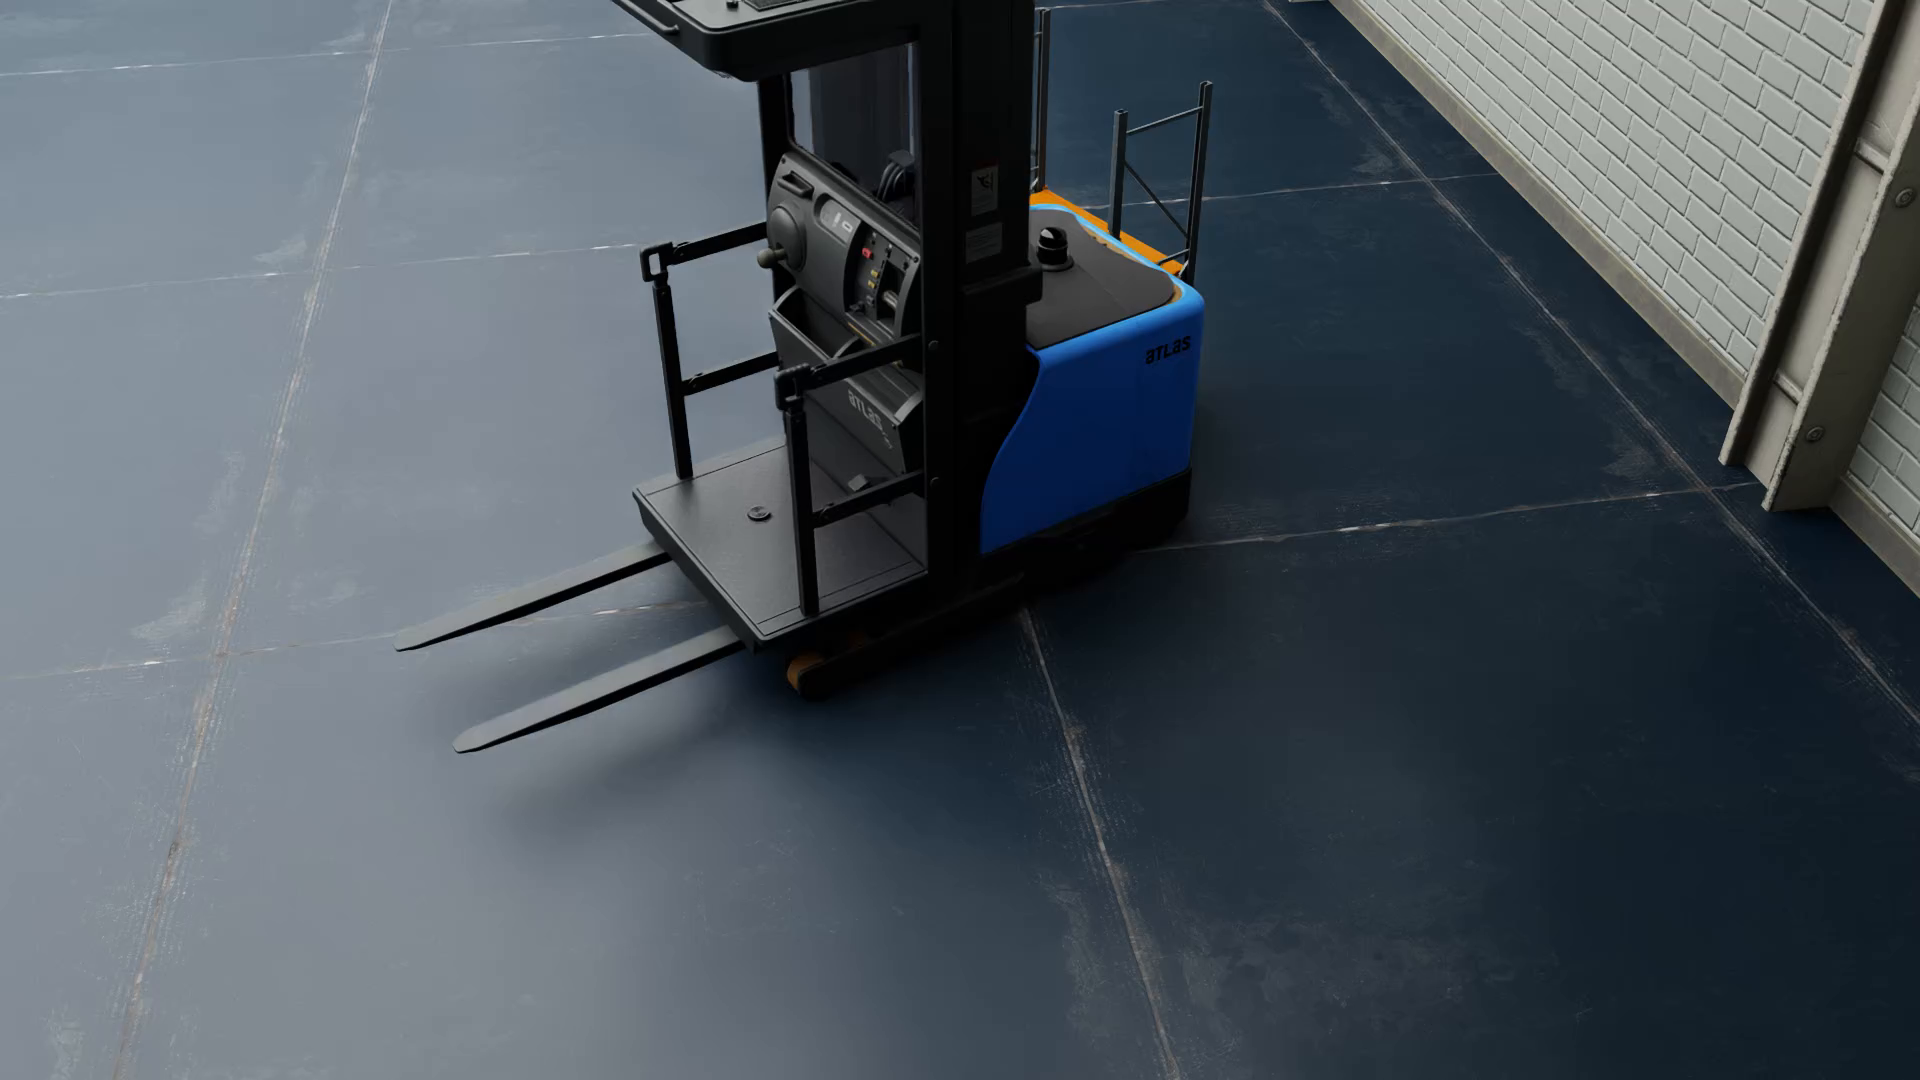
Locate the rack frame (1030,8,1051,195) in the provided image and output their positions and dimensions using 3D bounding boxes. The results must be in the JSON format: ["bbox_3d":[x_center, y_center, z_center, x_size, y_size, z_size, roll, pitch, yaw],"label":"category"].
[{"bbox_3d":[0.191,-1.649,7.650,0.500,1.500,0.032,-25,44,-29],"label":"rack frame"}]

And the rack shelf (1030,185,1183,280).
[{"bbox_3d":[0.498,-1.259,7.441,0.538,0.185,1.000,-25,44,-29],"label":"rack shelf"}]

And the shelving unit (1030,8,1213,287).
[{"bbox_3d":[0.493,-1.405,7.336,0.587,1.500,1.083,-25,44,-29],"label":"shelving unit"}]

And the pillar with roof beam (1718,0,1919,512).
[{"bbox_3d":[-0.770,-3.342,3.717,9.100,9.000,0.400,-6,38,-8],"label":"pillar with roof beam"}]

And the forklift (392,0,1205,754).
[{"bbox_3d":[-0.580,-0.963,5.600,3.031,2.935,1.130,-22,43,-26],"label":"forklift"}]

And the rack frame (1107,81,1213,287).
[{"bbox_3d":[0.806,-1.153,7.011,0.500,1.500,0.032,-25,44,-29],"label":"rack frame"}]
